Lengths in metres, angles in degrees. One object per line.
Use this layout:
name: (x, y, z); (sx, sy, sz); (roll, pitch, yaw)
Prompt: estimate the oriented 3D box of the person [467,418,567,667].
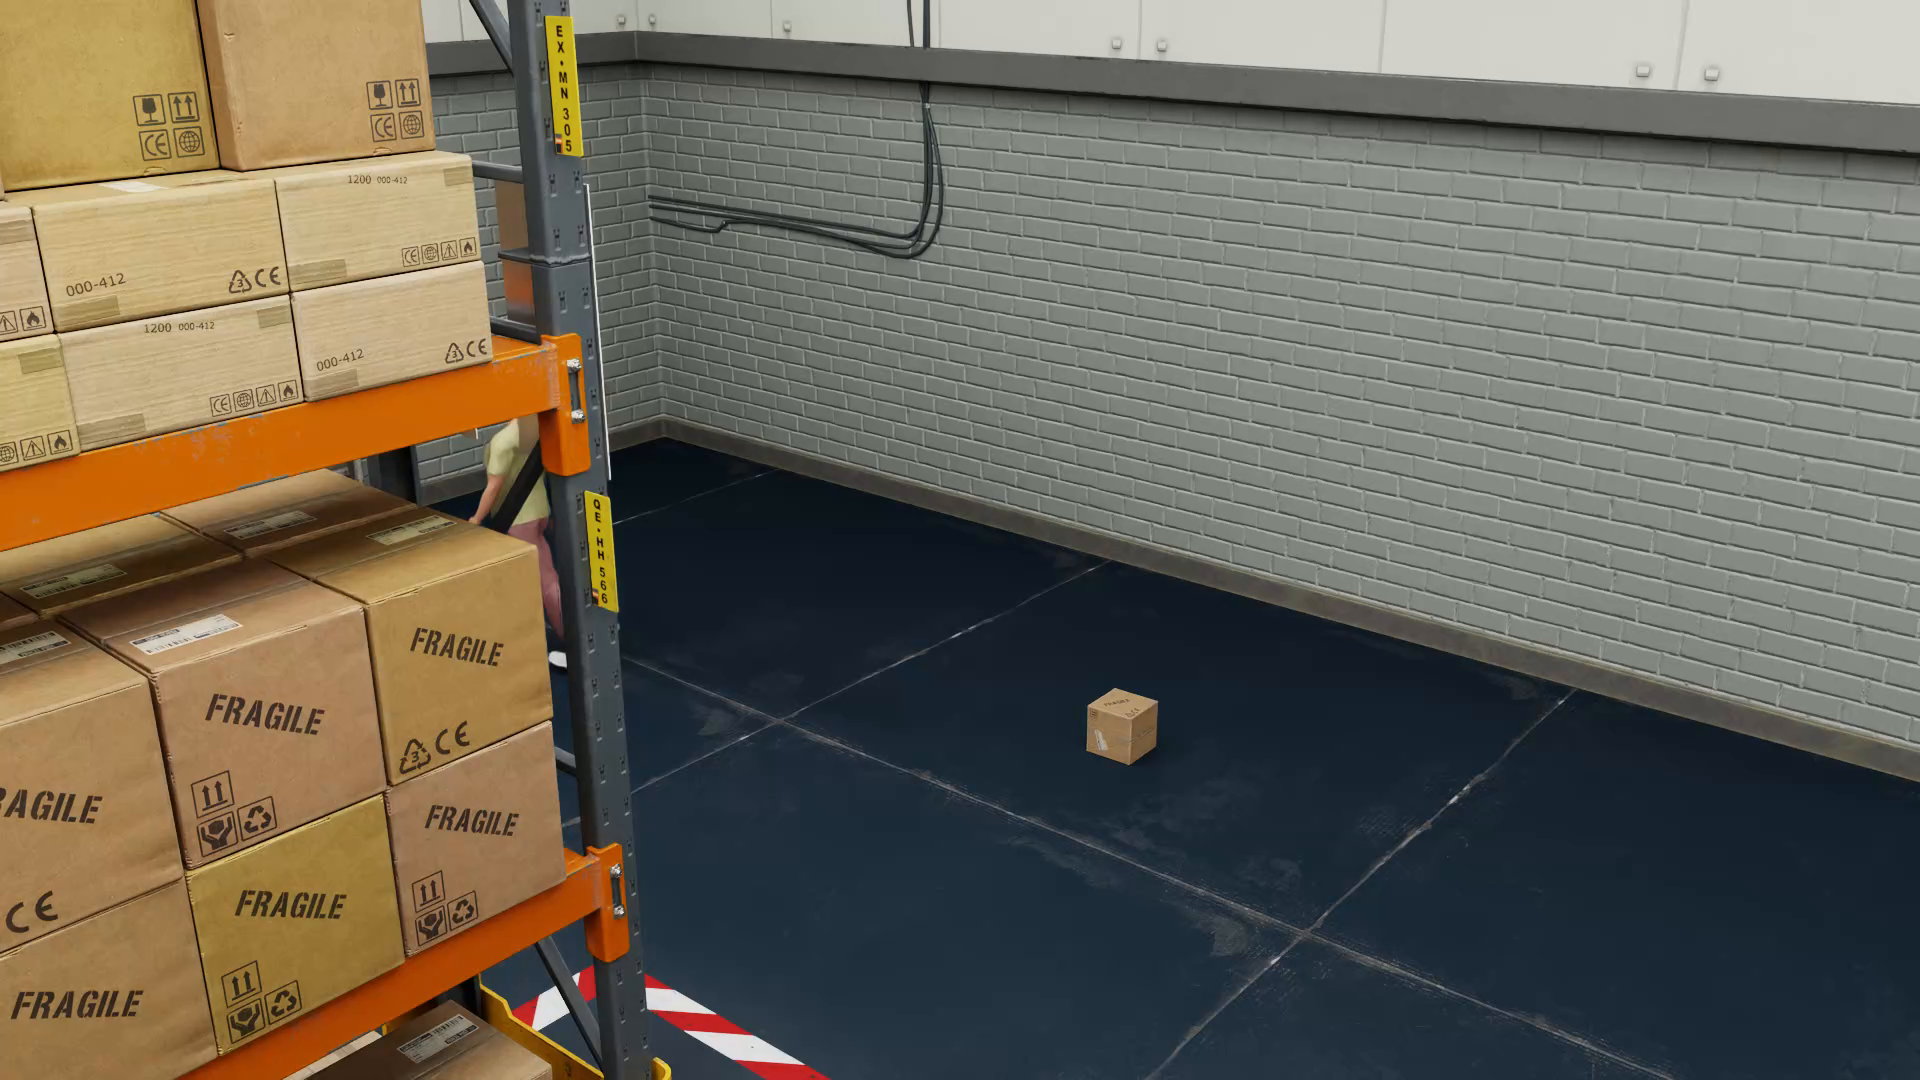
person: (-2.419, -0.123, 8.871); (1.021, 1.607, 0.457); (6, 21, 16)
